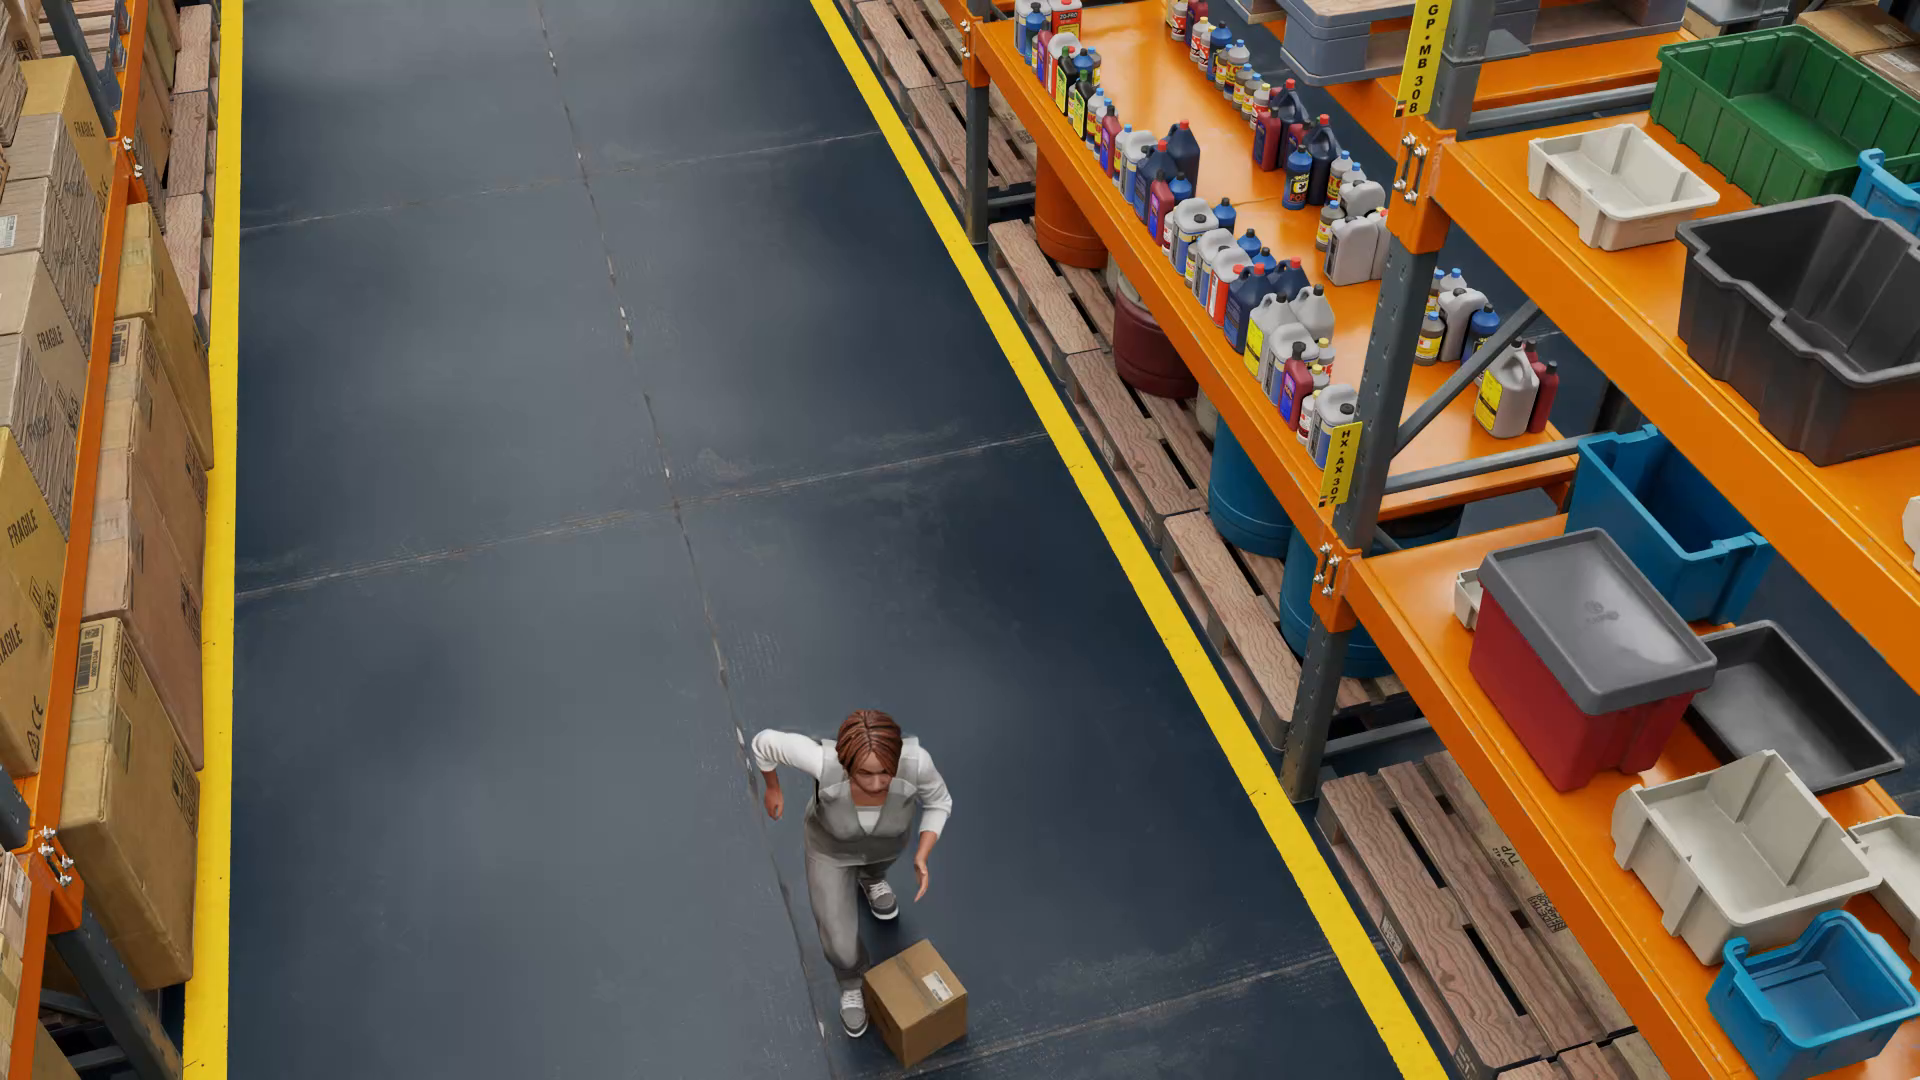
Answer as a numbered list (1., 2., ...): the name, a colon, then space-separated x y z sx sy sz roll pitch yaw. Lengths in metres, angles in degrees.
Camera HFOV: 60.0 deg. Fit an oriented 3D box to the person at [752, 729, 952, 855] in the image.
1. person: -0.309 0.750 4.976 0.530 0.546 0.422 -14 45 -15
